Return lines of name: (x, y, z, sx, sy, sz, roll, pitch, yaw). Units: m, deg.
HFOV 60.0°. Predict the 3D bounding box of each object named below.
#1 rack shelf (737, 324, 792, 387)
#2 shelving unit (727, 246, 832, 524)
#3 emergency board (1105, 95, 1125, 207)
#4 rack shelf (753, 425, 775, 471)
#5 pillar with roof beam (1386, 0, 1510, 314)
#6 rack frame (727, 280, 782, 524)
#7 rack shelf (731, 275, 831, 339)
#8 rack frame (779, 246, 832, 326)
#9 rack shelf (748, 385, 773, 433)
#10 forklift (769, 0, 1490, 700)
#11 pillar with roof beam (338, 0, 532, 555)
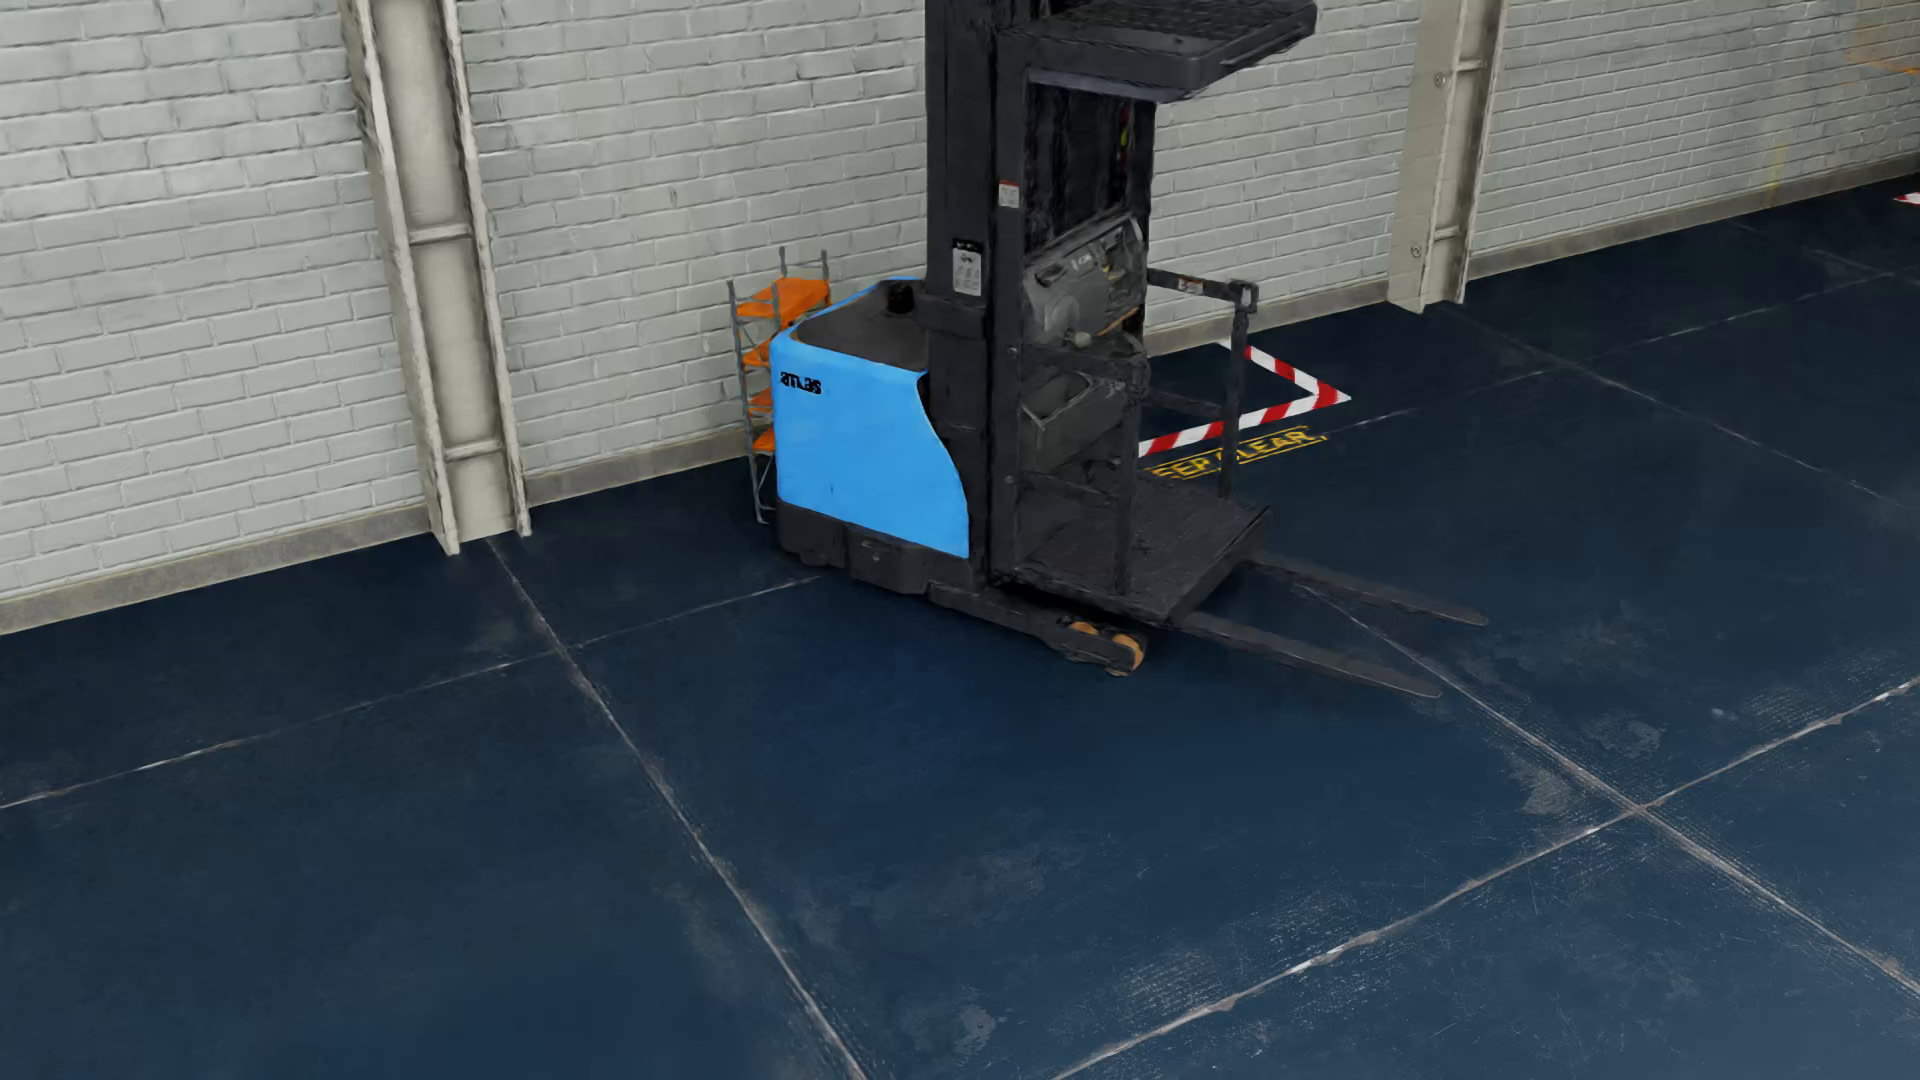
rack shelf: (-0.798, -0.848, 7.706, 0.258, 0.148, 0.480, 8, 30, 21)
shelving unit: (-0.789, -0.709, 7.778, 0.258, 1.200, 0.503, 8, 30, 21)
emergency board: (0.770, -2.234, 8.694, 0.643, 1.169, 0.194, -16, 33, -26)
rack shelf: (-0.775, -0.474, 7.901, 0.258, 0.148, 0.480, 8, 30, 21)
pillar with roof beam: (5.101, -3.656, 5.062, 0.400, 9.000, 9.100, -16, 33, -26)
rack frame: (-0.882, -0.600, 7.581, 0.240, 1.200, 0.015, 8, 30, 21)
rack shelf: (-0.810, -1.057, 7.597, 0.258, 0.148, 0.480, 8, 30, 21)
rack frame: (-0.696, -0.818, 7.976, 0.240, 1.200, 0.015, 8, 30, 21)
rack shelf: (-0.786, -0.650, 7.809, 0.258, 0.148, 0.480, 8, 30, 21)
forklift: (0.684, -1.023, 6.570, 3.031, 2.935, 1.130, 17, 33, 28)
pillar with roof beam: (-0.072, -2.188, 2.400, 0.400, 9.000, 9.100, -16, 33, -26)
